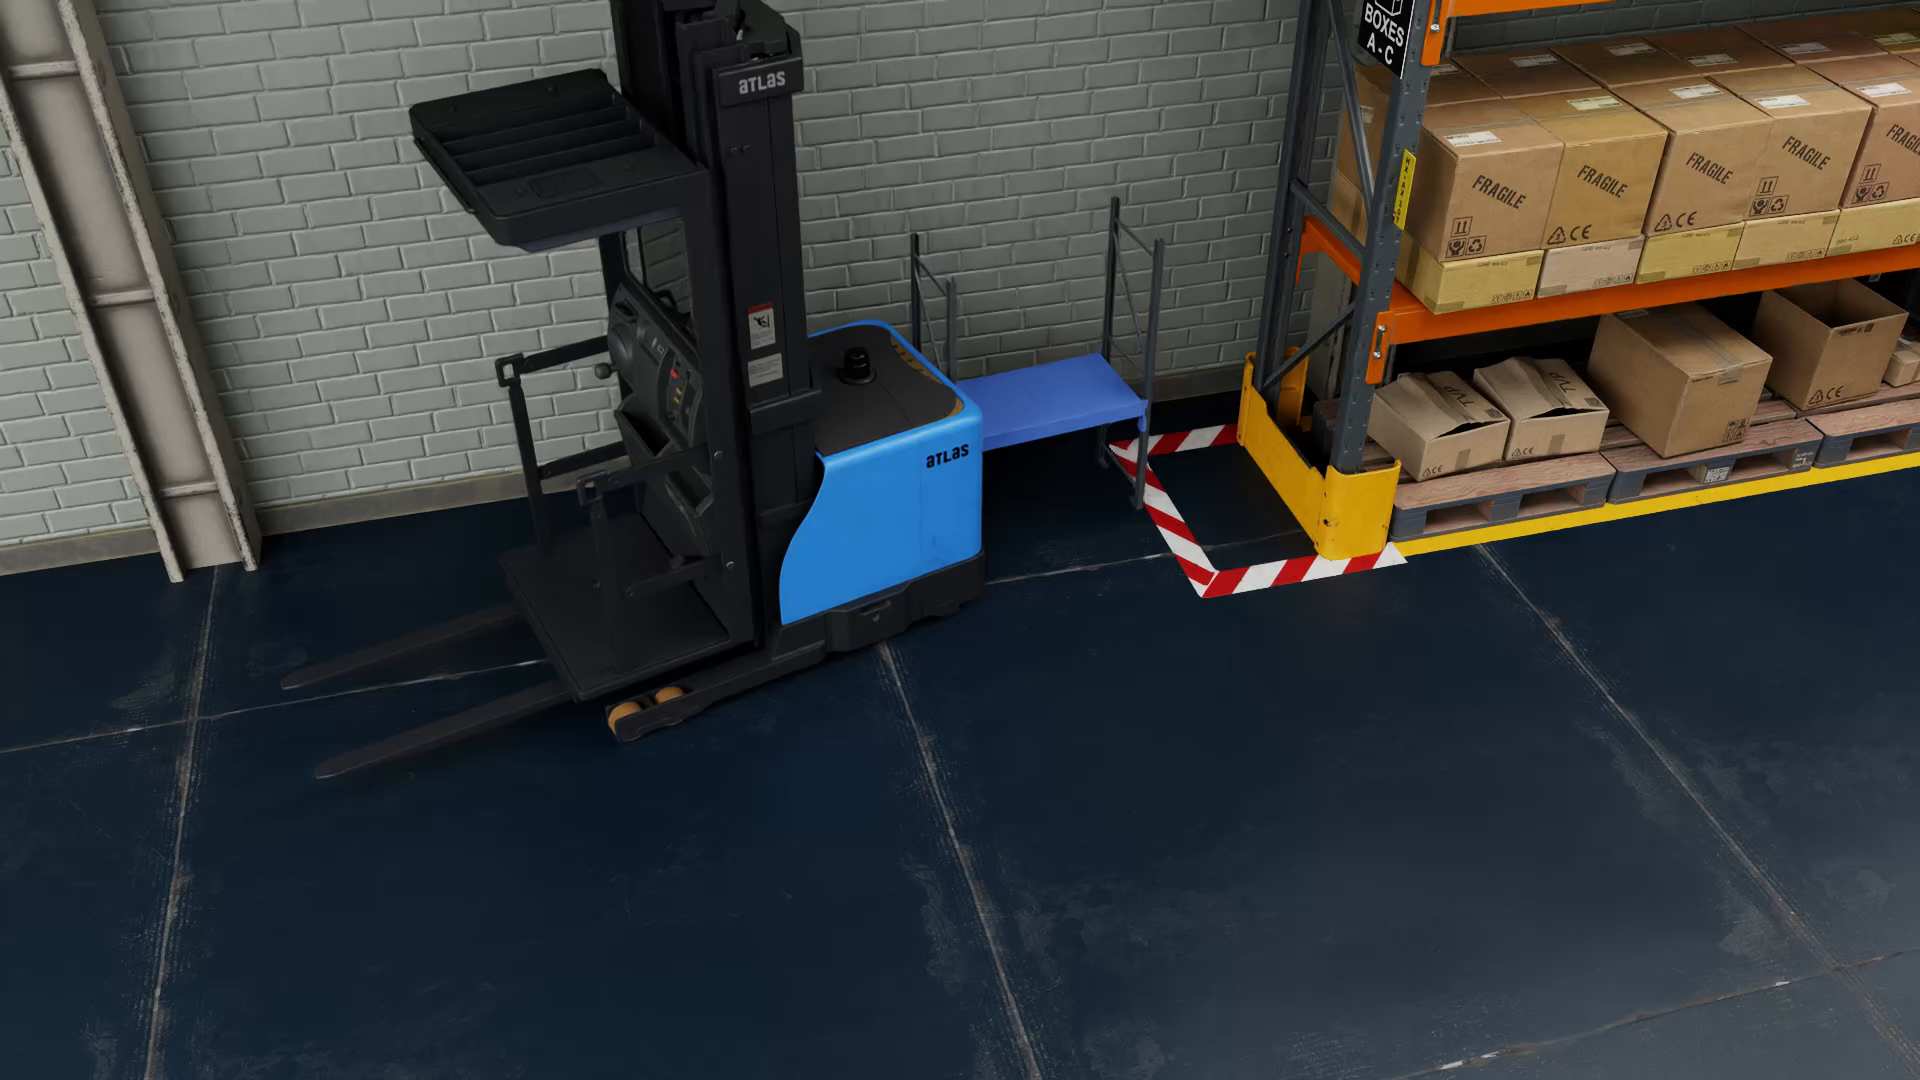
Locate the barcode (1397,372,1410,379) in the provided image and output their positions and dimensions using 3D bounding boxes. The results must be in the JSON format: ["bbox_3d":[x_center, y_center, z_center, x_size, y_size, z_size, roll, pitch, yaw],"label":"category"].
[{"bbox_3d":[2.321,-0.846,8.709,0.075,0.075,0.001,-9,38,-12],"label":"barcode"}]

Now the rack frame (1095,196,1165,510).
[{"bbox_3d":[0.823,-0.894,8.164,0.032,1.500,0.500,-14,39,-17],"label":"rack frame"}]

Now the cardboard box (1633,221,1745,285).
[{"bbox_3d":[3.261,-1.448,7.761,0.500,0.250,0.500,-10,39,-13],"label":"cardboard box"}]

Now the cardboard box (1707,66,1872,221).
[{"bbox_3d":[3.731,-1.826,7.637,0.500,0.500,0.500,-8,38,-11],"label":"cardboard box"}]

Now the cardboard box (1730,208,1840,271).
[{"bbox_3d":[3.750,-1.527,7.864,0.500,0.250,0.500,-9,38,-12],"label":"cardboard box"}]

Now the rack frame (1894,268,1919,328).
[{"bbox_3d":[5.578,-2.074,8.472,0.127,3.000,1.000,-9,38,-12],"label":"rack frame"}]

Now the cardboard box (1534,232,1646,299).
[{"bbox_3d":[2.768,-1.371,7.660,0.500,0.250,0.500,-10,39,-13],"label":"cardboard box"}]

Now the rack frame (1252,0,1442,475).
[{"bbox_3d":[1.716,-1.441,7.644,0.127,3.000,1.000,-9,38,-12],"label":"rack frame"}]

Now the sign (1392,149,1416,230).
[{"bbox_3d":[1.858,-1.466,6.965,0.005,0.325,0.100,-9,38,-12],"label":"sign"}]

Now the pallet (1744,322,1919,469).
[{"bbox_3d":[4.939,-0.840,9.153,1.213,0.211,1.003,-9,38,-12],"label":"pallet"}]

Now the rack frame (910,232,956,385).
[{"bbox_3d":[-0.122,-0.666,7.866,0.032,1.500,0.500,-14,39,-17],"label":"rack frame"}]

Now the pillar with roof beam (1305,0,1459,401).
[{"bbox_3d":[3.289,-1.917,3.329,0.400,9.000,9.100,-9,38,-12],"label":"pillar with roof beam"}]

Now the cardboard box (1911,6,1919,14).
[{"bbox_3d":[5.070,-2.369,8.347,0.500,0.500,0.500,-10,39,-13],"label":"cardboard box"}]

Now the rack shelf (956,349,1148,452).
[{"bbox_3d":[0.350,-0.637,8.124,1.000,0.185,0.538,-14,39,-17],"label":"rack shelf"}]

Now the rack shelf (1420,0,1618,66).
[{"bbox_3d":[3.647,-2.663,7.365,4.000,0.370,1.077,-9,38,-12],"label":"rack shelf"}]

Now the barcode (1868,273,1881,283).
[{"bbox_3d":[4.994,-1.439,9.073,0.075,0.075,0.001,-9,38,-12],"label":"barcode"}]

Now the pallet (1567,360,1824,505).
[{"bbox_3d":[3.759,-0.644,8.898,1.213,0.211,1.003,-9,38,-12],"label":"pallet"}]

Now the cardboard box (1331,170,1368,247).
[{"bbox_3d":[2.117,-1.577,7.929,0.500,0.250,0.500,-9,38,-11],"label":"cardboard box"}]

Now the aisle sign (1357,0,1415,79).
[{"bbox_3d":[1.725,-2.286,6.609,0.004,0.787,0.394,-9,38,-12],"label":"aisle sign"}]

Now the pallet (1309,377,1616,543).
[{"bbox_3d":[2.583,-0.453,8.648,1.213,0.211,1.003,-9,38,-12],"label":"pallet"}]

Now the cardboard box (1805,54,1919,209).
[{"bbox_3d":[4.233,-1.909,7.745,0.500,0.500,0.500,-10,39,-13],"label":"cardboard box"}]

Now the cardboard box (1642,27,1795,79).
[{"bbox_3d":[3.589,-2.125,8.028,0.500,0.500,0.500,-9,38,-11],"label":"cardboard box"}]

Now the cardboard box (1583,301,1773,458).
[{"bbox_3d":[3.679,-0.857,8.576,0.500,0.500,0.700,-12,39,-15],"label":"cardboard box"}]

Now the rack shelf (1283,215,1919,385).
[{"bbox_3d":[3.647,-1.472,8.277,4.000,0.370,1.077,-9,38,-12],"label":"rack shelf"}]

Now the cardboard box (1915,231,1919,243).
[{"bbox_3d":[4.717,-1.696,8.085,0.500,0.250,0.500,-9,38,-12],"label":"cardboard box"}]

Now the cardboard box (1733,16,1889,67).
[{"bbox_3d":[4.087,-2.213,8.144,0.500,0.500,0.500,-8,38,-11],"label":"cardboard box"}]

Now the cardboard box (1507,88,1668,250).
[{"bbox_3d":[2.735,-1.659,7.419,0.500,0.500,0.500,-9,38,-12],"label":"cardboard box"}]

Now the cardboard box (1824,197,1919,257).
[{"bbox_3d":[4.235,-1.607,7.969,0.500,0.250,0.500,-10,38,-12],"label":"cardboard box"}]

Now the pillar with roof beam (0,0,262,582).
[{"bbox_3d":[-2.503,-0.966,2.086,0.400,9.000,9.100,-9,38,-12],"label":"pillar with roof beam"}]

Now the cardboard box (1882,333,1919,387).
[{"bbox_3d":[5.069,-1.022,9.066,0.250,0.166,0.380,-14,40,-18],"label":"cardboard box"}]

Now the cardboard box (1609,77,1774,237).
[{"bbox_3d":[3.236,-1.737,7.521,0.500,0.500,0.500,-11,39,-13],"label":"cardboard box"}]

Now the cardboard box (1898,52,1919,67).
[{"bbox_3d":[4.722,-1.982,7.841,0.500,0.500,0.500,-10,38,-12],"label":"cardboard box"}]

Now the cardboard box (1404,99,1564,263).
[{"bbox_3d":[2.256,-1.586,7.324,0.500,0.500,0.500,-9,38,-12],"label":"cardboard box"}]

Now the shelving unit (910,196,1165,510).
[{"bbox_3d":[0.350,-0.780,8.015,1.048,1.500,0.538,-14,39,-17],"label":"shelving unit"}]

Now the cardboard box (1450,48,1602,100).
[{"bbox_3d":[2.605,-1.960,7.813,0.500,0.500,0.500,-9,38,-11],"label":"cardboard box"}]

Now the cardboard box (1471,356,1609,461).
[{"bbox_3d":[2.958,-0.695,8.520,0.500,0.311,0.500,-6,38,-8],"label":"cardboard box"}]

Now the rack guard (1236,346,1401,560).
[{"bbox_3d":[1.790,-0.460,8.419,0.348,0.500,1.175,-9,38,-12],"label":"rack guard"}]

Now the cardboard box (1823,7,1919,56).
[{"bbox_3d":[4.569,-2.289,8.243,0.500,0.500,0.500,-10,38,-12],"label":"cardboard box"}]

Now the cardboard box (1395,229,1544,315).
[{"bbox_3d":[2.270,-1.280,7.541,0.500,0.250,0.500,-10,39,-13],"label":"cardboard box"}]

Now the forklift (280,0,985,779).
[{"bbox_3d":[-1.420,-0.674,6.698,3.031,2.935,1.130,-19,42,-24],"label":"forklift"}]

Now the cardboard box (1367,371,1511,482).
[{"bbox_3d":[2.408,-0.604,8.402,0.500,0.311,0.500,-14,39,-17],"label":"cardboard box"}]

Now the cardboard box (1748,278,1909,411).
[{"bbox_3d":[4.586,-1.069,8.853,0.500,0.500,0.500,-12,39,-15],"label":"cardboard box"}]

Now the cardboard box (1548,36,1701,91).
[{"bbox_3d":[3.103,-2.045,7.923,0.500,0.500,0.500,-10,39,-13],"label":"cardboard box"}]

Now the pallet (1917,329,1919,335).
[{"bbox_3d":[6.329,-1.091,9.482,1.213,0.211,1.003,-9,38,-12],"label":"pallet"}]

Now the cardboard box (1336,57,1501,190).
[{"bbox_3d":[2.116,-1.886,7.716,0.500,0.500,0.500,-10,38,-12],"label":"cardboard box"}]
